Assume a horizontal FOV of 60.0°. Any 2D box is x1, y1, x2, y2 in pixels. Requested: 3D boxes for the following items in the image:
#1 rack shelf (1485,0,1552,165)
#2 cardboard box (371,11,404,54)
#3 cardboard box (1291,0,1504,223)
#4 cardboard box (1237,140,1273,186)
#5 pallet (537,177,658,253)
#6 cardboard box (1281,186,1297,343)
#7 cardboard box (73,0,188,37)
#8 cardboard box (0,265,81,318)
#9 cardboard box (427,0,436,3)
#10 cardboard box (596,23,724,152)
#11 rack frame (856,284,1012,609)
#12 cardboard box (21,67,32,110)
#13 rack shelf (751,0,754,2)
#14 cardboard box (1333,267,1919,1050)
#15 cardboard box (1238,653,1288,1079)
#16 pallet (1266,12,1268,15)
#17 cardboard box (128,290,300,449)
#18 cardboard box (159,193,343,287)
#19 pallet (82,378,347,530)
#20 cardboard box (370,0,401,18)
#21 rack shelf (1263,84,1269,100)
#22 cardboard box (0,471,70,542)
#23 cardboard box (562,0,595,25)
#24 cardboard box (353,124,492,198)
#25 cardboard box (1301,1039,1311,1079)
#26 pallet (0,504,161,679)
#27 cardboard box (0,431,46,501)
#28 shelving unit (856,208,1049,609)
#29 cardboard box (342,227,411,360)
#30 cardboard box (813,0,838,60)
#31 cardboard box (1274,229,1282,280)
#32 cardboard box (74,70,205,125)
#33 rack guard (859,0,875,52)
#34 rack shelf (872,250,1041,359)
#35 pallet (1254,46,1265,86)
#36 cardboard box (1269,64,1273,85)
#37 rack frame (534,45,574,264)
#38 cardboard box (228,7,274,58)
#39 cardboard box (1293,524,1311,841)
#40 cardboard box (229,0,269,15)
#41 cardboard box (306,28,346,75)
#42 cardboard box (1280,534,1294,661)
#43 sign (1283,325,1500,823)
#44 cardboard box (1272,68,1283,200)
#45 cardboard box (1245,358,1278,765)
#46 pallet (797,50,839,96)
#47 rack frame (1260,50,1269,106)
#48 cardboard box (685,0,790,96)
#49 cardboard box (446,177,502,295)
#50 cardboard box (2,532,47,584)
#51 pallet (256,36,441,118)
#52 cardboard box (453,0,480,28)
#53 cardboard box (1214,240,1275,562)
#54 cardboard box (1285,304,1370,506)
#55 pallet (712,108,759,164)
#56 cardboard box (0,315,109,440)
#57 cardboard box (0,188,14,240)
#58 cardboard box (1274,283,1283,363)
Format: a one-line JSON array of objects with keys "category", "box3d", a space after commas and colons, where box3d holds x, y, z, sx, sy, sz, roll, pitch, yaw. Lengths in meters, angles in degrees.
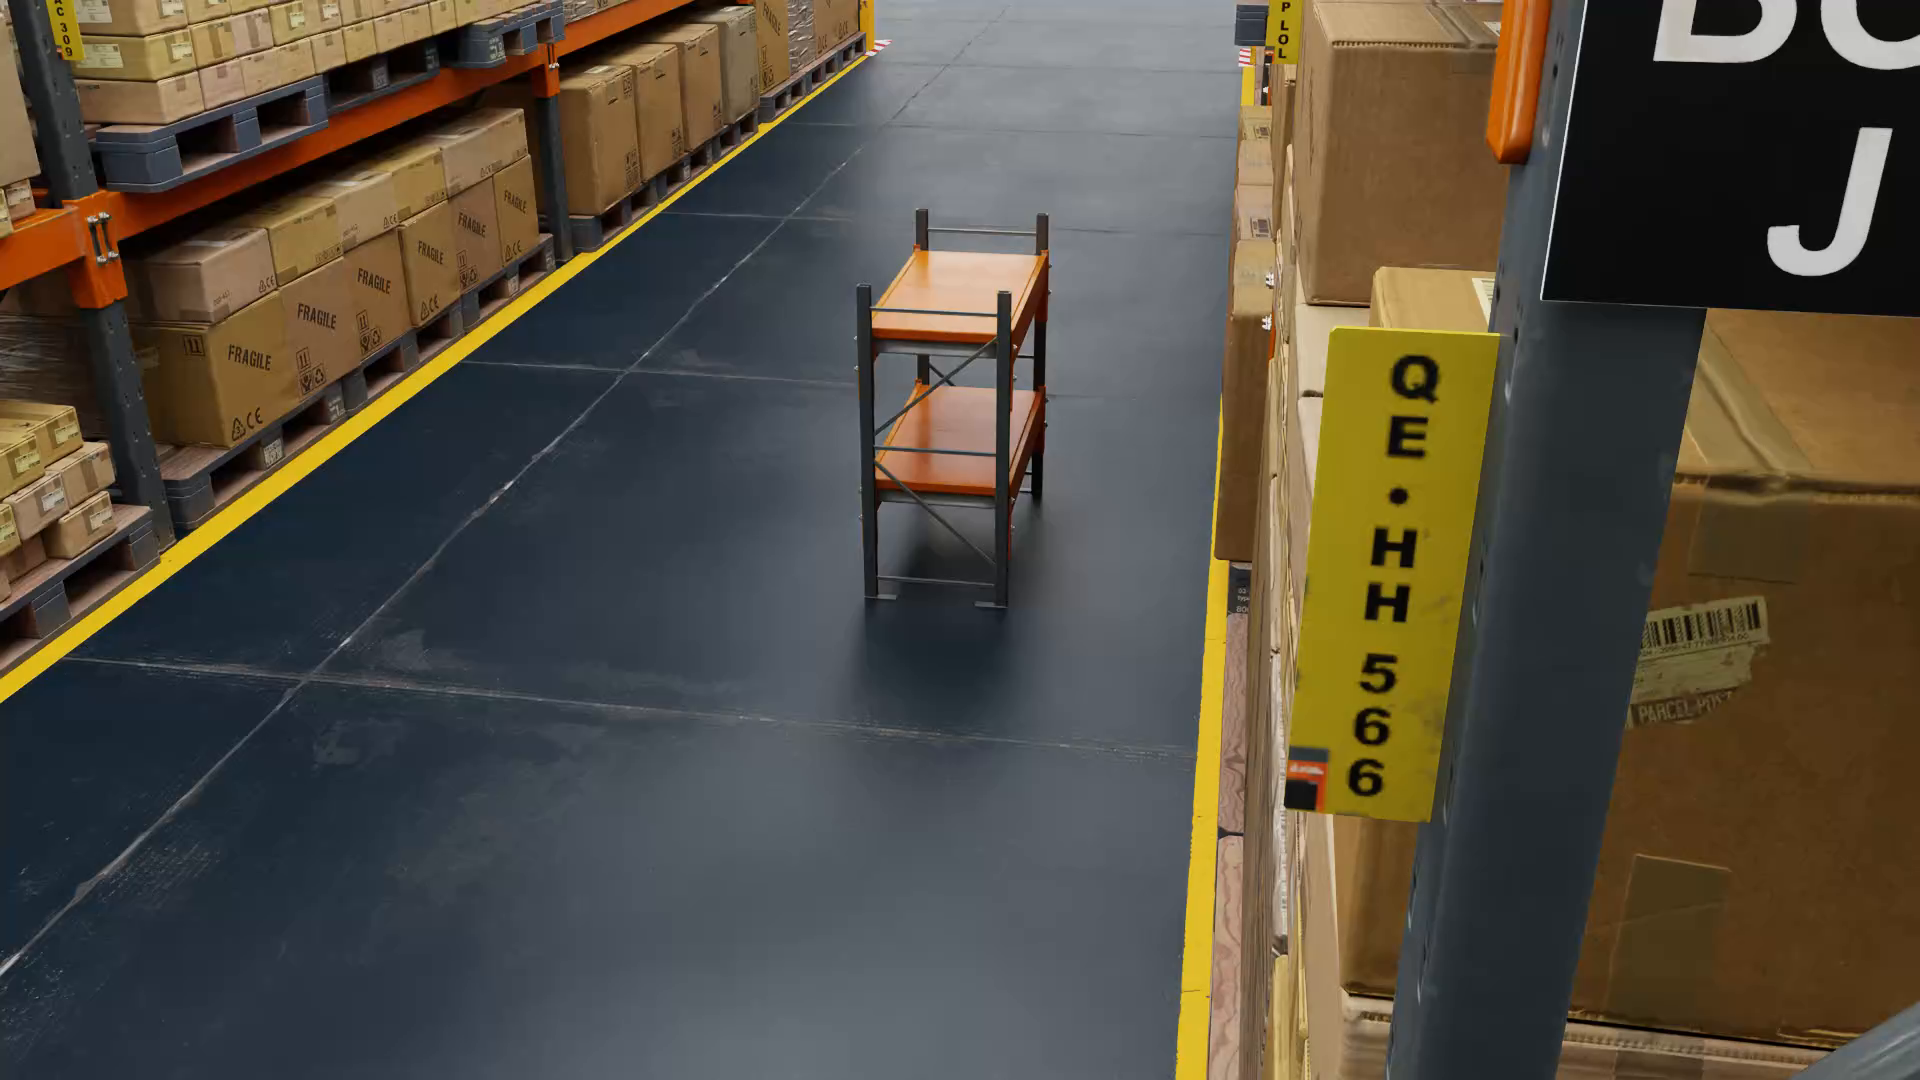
[{"category": "rack shelf", "box3d": [1.119, -1.164, 2.509, 1.077, 0.370, 4.000, 4, 25, 9]}, {"category": "cardboard box", "box3d": [-2.661, -2.215, 7.244, 0.380, 0.149, 0.250, 3, 25, 6]}, {"category": "cardboard box", "box3d": [1.027, -0.986, 3.760, 0.500, 0.500, 0.500, 4, 25, 9]}, {"category": "cardboard box", "box3d": [1.813, -1.209, 7.306, 1.225, 0.875, 0.875, 4, 25, 9]}, {"category": "pallet", "box3d": [-2.574, -2.088, 10.463, 1.003, 0.211, 1.213, 4, 25, 9]}, {"category": "cardboard box", "box3d": [1.024, -0.649, 3.924, 0.500, 0.250, 0.500, 4, 25, 8]}, {"category": "cardboard box", "box3d": [-2.913, -1.833, 5.726, 0.380, 0.149, 0.250, 5, 26, 11]}, {"category": "cardboard box", "box3d": [-3.559, -1.081, 6.589, 0.500, 0.250, 0.500, 3, 25, 7]}, {"category": "cardboard box", "box3d": [-2.576, -2.569, 7.651, 0.380, 0.149, 0.250, 4, 25, 8]}, {"category": "cardboard box", "box3d": [-2.298, -3.202, 11.711, 1.050, 0.750, 0.750, 4, 25, 9]}, {"category": "rack frame", "box3d": [-0.084, -0.294, 5.551, 0.500, 1.125, 0.032, 4, 25, 9]}, {"category": "cardboard box", "box3d": [-3.562, -1.610, 5.952, 0.380, 0.149, 0.250, 3, 25, 7]}, {"category": "rack shelf", "box3d": [-1.797, -5.210, 14.692, 1.077, 0.370, 4.000, 4, 25, 9]}, {"category": "cardboard box", "box3d": [0.612, 0.077, 1.490, 0.500, 0.500, 0.500, 4, 25, 9]}, {"category": "cardboard box", "box3d": [0.966, 0.823, 2.964, 0.875, 0.875, 0.875, 4, 25, 9]}, {"category": "pallet", "box3d": [2.382, -3.385, 10.169, 1.003, 0.211, 1.213, 4, 25, 9]}, {"category": "cardboard box", "box3d": [-3.049, -0.703, 6.666, 0.500, 0.500, 0.500, 5, 26, 11]}, {"category": "cardboard box", "box3d": [-2.965, -1.265, 6.983, 0.500, 0.250, 0.500, 5, 25, 10]}, {"category": "pallet", "box3d": [-3.305, -0.417, 6.891, 1.003, 0.211, 1.213, 4, 25, 9]}, {"category": "cardboard box", "box3d": [-2.659, -2.352, 7.187, 0.380, 0.149, 0.250, 4, 25, 7]}, {"category": "rack shelf", "box3d": [2.426, -3.152, 10.293, 1.077, 0.370, 4.000, 4, 25, 9]}, {"category": "cardboard box", "box3d": [-3.201, -0.120, 5.484, 0.380, 0.149, 0.250, 3, 25, 6]}, {"category": "cardboard box", "box3d": [-2.438, -3.241, 9.518, 0.500, 0.500, 0.500, 4, 25, 9]}, {"category": "cardboard box", "box3d": [-2.702, -1.908, 8.357, 0.500, 0.250, 0.500, 4, 25, 9]}, {"category": "cardboard box", "box3d": [0.525, 0.647, 1.626, 0.380, 0.149, 0.250, 5, 25, 10]}, {"category": "pallet", "box3d": [-3.506, 0.192, 5.590, 1.003, 0.211, 1.213, 4, 25, 9]}, {"category": "cardboard box", "box3d": [-3.235, -0.246, 5.403, 0.380, 0.149, 0.250, 4, 25, 9]}, {"category": "shelving unit", "box3d": [-0.001, -0.507, 6.006, 0.538, 1.125, 1.048, 4, 25, 9]}, {"category": "cardboard box", "box3d": [-2.892, -1.144, 7.609, 0.500, 0.500, 0.500, 4, 25, 9]}, {"category": "cardboard box", "box3d": [-1.657, -4.944, 15.285, 0.875, 0.875, 0.875, 4, 25, 8]}, {"category": "cardboard box", "box3d": [1.069, -0.753, 4.618, 0.380, 0.149, 0.250, 4, 25, 9]}, {"category": "cardboard box", "box3d": [-2.913, -1.563, 5.852, 0.380, 0.149, 0.250, 3, 25, 6]}, {"category": "rack guard", "box3d": [-1.466, -5.251, 16.878, 1.175, 0.500, 0.348, 4, 25, 9]}, {"category": "rack shelf", "box3d": [-0.001, -0.838, 5.850, 0.459, 0.093, 0.952, 4, 25, 9]}, {"category": "pallet", "box3d": [3.227, -4.355, 15.304, 1.003, 0.211, 1.213, 4, 25, 9]}, {"category": "cardboard box", "box3d": [1.669, -2.286, 7.477, 0.500, 0.500, 0.500, 3, 25, 7]}, {"category": "rack frame", "box3d": [-2.777, -3.027, 9.178, 1.000, 3.000, 0.127, 4, 25, 9]}, {"category": "cardboard box", "box3d": [-2.831, -1.914, 6.252, 0.380, 0.149, 0.250, 5, 25, 10]}, {"category": "cardboard box", "box3d": [0.693, 0.205, 2.100, 0.500, 0.250, 0.500, 4, 25, 8]}, {"category": "cardboard box", "box3d": [-2.829, -2.057, 6.205, 0.380, 0.149, 0.250, 4, 25, 9]}, {"category": "cardboard box", "box3d": [-2.745, -1.995, 6.775, 0.380, 0.149, 0.250, 3, 25, 6]}, {"category": "cardboard box", "box3d": [0.733, 0.111, 2.770, 0.380, 0.149, 0.250, 4, 25, 9]}, {"category": "sign", "box3d": [0.259, 0.030, 1.003, 0.100, 0.325, 0.005, 4, 25, 9]}, {"category": "cardboard box", "box3d": [1.340, -1.434, 5.658, 0.500, 0.500, 0.500, 5, 26, 10]}, {"category": "cardboard box", "box3d": [1.259, 0.075, 4.563, 0.875, 0.875, 0.875, 4, 25, 9]}, {"category": "pallet", "box3d": [-1.725, -4.261, 15.104, 1.003, 0.211, 1.213, 4, 25, 9]}, {"category": "rack frame", "box3d": [2.753, -4.314, 11.928, 1.000, 3.000, 0.127, 4, 25, 9]}, {"category": "cardboard box", "box3d": [-1.952, -4.186, 13.665, 0.875, 0.875, 0.875, 4, 25, 9]}, {"category": "cardboard box", "box3d": [-2.716, -1.575, 8.529, 0.500, 0.500, 0.500, 5, 26, 11]}, {"category": "cardboard box", "box3d": [-3.284, 0.038, 5.499, 0.380, 0.149, 0.250, 5, 25, 10]}, {"category": "pallet", "box3d": [-3.061, -2.109, 7.444, 1.003, 0.211, 1.213, 4, 25, 9]}, {"category": "cardboard box", "box3d": [-2.533, -2.550, 7.960, 0.380, 0.149, 0.250, 4, 25, 8]}, {"category": "cardboard box", "box3d": [1.531, -0.465, 5.716, 1.225, 0.875, 0.875, 4, 25, 9]}, {"category": "cardboard box", "box3d": [0.857, -0.226, 3.021, 0.500, 0.250, 0.500, 4, 25, 9]}, {"category": "pallet", "box3d": [-2.175, -3.109, 12.643, 1.003, 0.211, 1.213, 4, 25, 9]}, {"category": "cardboard box", "box3d": [-3.559, -0.739, 6.744, 0.500, 0.500, 0.500, 4, 25, 8]}, {"category": "cardboard box", "box3d": [-3.181, -0.989, 5.121, 0.380, 0.149, 0.250, 3, 25, 7]}, {"category": "cardboard box", "box3d": [0.984, -0.533, 4.148, 0.380, 0.149, 0.250, 5, 26, 10]}]
